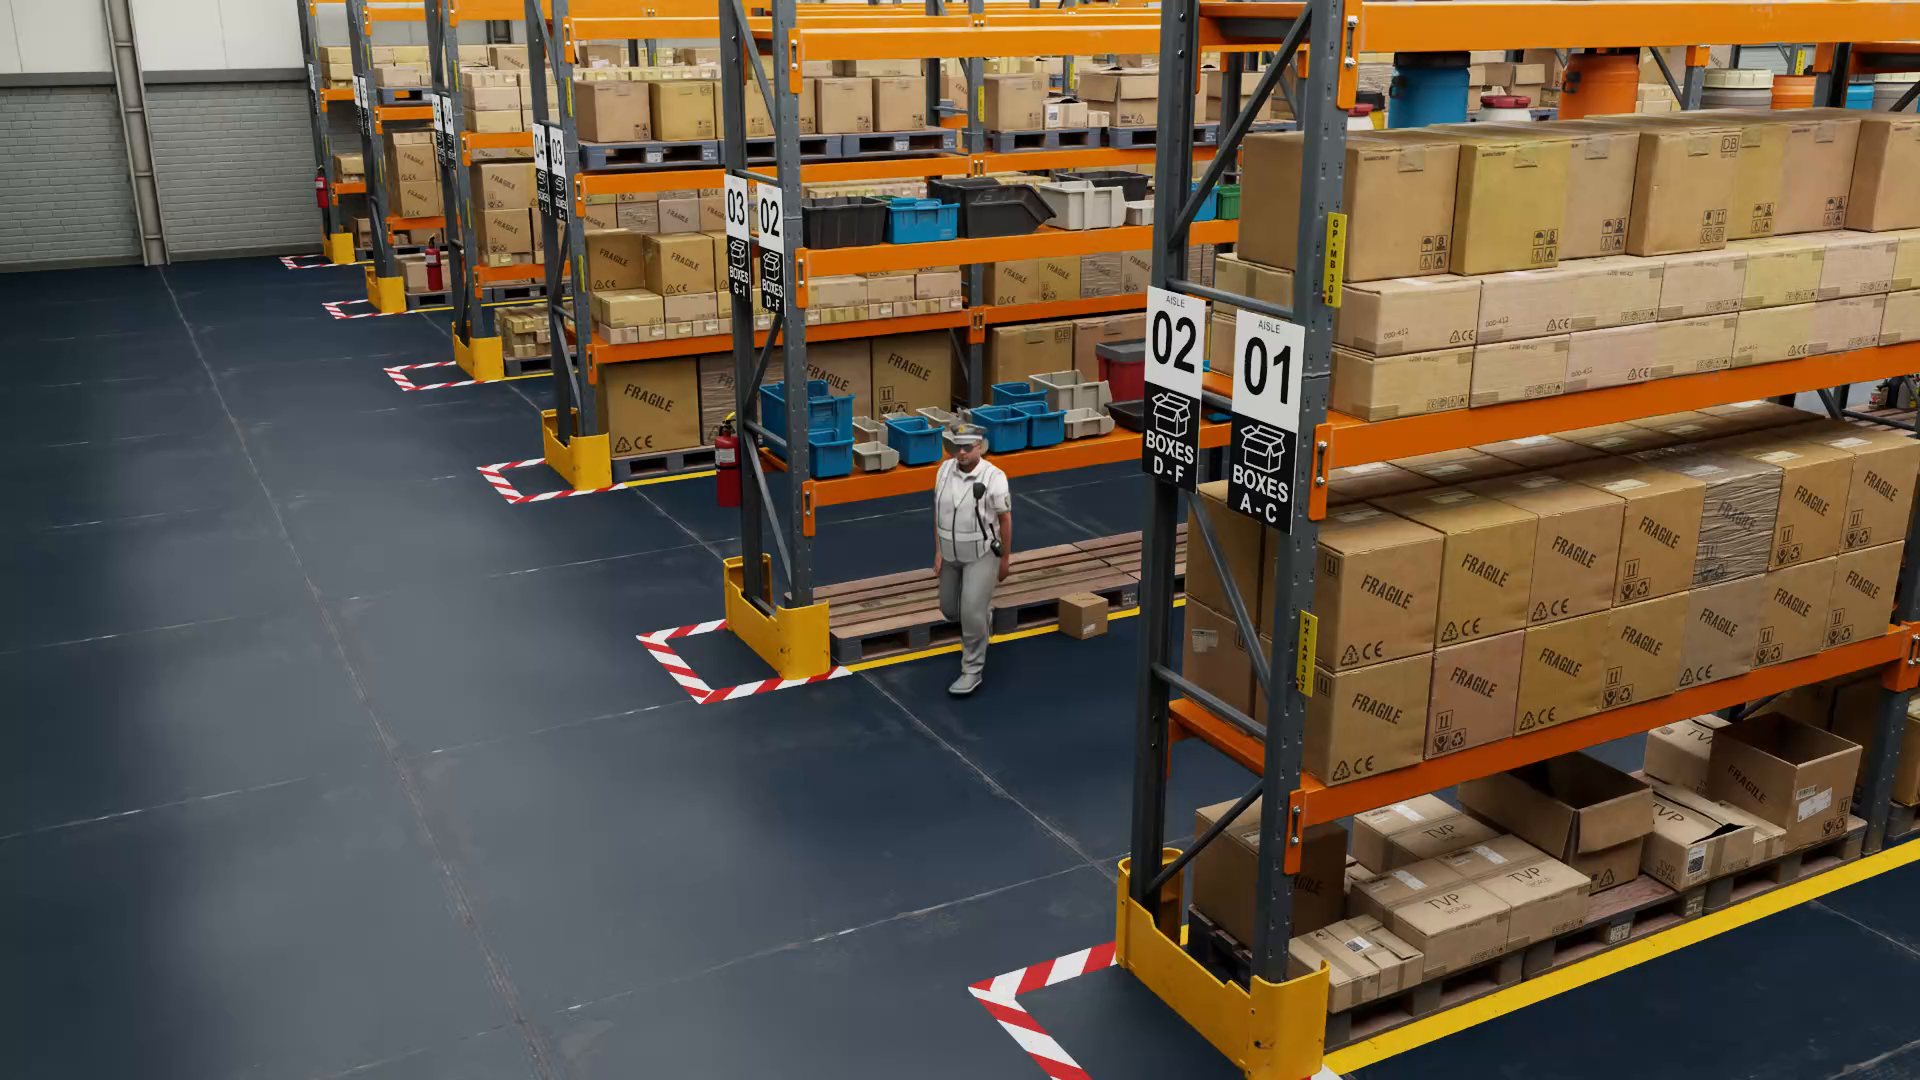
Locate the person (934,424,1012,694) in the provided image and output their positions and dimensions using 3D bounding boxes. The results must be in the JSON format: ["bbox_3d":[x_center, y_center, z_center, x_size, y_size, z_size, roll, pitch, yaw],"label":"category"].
[{"bbox_3d":[0.095,0.054,10.823,0.523,1.738,0.854,11,21,30],"label":"person"}]
